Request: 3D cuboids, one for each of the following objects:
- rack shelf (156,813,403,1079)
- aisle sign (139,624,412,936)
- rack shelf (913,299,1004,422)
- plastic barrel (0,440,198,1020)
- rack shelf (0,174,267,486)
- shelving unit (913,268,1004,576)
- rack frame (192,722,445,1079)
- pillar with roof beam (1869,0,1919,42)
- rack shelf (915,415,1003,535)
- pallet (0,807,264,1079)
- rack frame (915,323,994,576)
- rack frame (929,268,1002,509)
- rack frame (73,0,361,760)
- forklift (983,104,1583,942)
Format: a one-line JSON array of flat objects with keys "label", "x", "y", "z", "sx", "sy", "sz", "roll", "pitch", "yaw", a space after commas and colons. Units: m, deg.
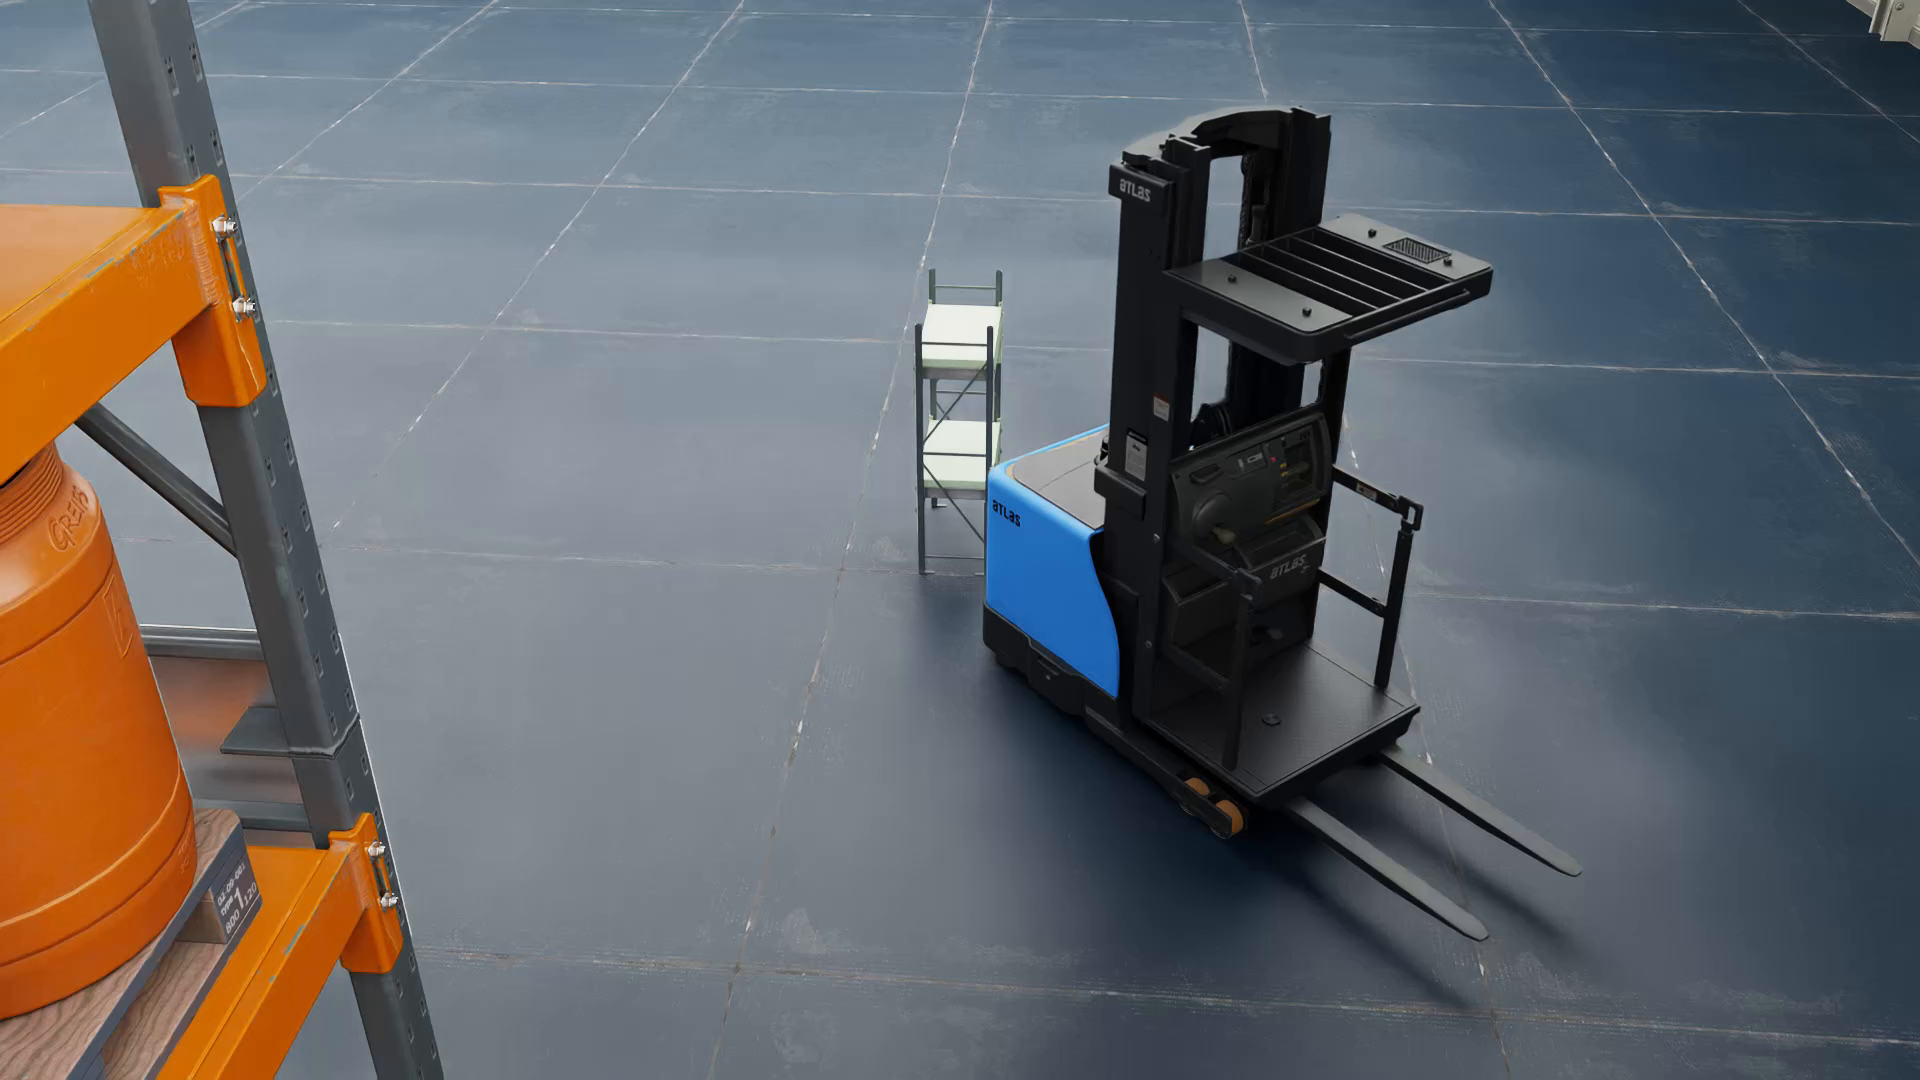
[{"label": "rack shelf", "x": -1.837, "y": 1.713, "z": 1.719, "sx": 1.077, "sy": 0.370, "sz": 4.000, "roll": 2, "pitch": 32, "yaw": 4}, {"label": "aisle sign", "x": -1.372, "y": 0.506, "z": 3.373, "sx": 0.394, "sy": 0.787, "sz": 0.004, "roll": 2, "pitch": 32, "yaw": 4}, {"label": "rack shelf", "x": 0.001, "y": -0.974, "z": 8.938, "sx": 0.431, "sy": 0.370, "sz": 0.720, "roll": 2, "pitch": 32, "yaw": 4}, {"label": "plastic barrel", "x": -1.587, "y": 0.258, "z": 2.583, "sx": 0.600, "sy": 0.830, "sz": 0.708, "roll": 2, "pitch": 32, "yaw": 4}, {"label": "rack shelf", "x": -1.837, "y": 0.606, "z": 1.037, "sx": 1.077, "sy": 0.370, "sz": 4.000, "roll": 2, "pitch": 32, "yaw": 4}, {"label": "shelving unit", "x": 0.001, "y": -0.642, "z": 9.142, "sx": 0.431, "sy": 1.500, "sz": 0.755, "roll": 2, "pitch": 32, "yaw": 4}, {"label": "rack frame", "x": -1.674, "y": 1.637, "z": 4.014, "sx": 1.000, "sy": 3.000, "sz": 0.127, "roll": 2, "pitch": 32, "yaw": 4}, {"label": "pillar with roof beam", "x": 6.180, "y": -9.686, "z": 16.671, "sx": 9.100, "sy": 9.000, "sz": 0.400, "roll": 2, "pitch": 32, "yaw": 4}, {"label": "rack shelf", "x": 0.001, "y": -0.364, "z": 9.314, "sx": 0.431, "sy": 0.370, "sz": 0.720, "roll": 2, "pitch": 32, "yaw": 4}, {"label": "pallet", "x": -1.839, "y": 0.869, "z": 2.582, "sx": 1.003, "sy": 0.211, "sz": 1.213, "roll": 2, "pitch": 32, "yaw": 4}, {"label": "rack frame", "x": -0.029, "y": -0.451, "z": 8.832, "sx": 0.400, "sy": 1.500, "sz": 0.023, "roll": 2, "pitch": 32, "yaw": 4}, {"label": "rack frame", "x": 0.030, "y": -0.833, "z": 9.453, "sx": 0.400, "sy": 1.500, "sz": 0.023, "roll": 2, "pitch": 32, "yaw": 4}, {"label": "rack frame", "x": -1.674, "y": -0.917, "z": 2.440, "sx": 1.000, "sy": 3.000, "sz": 0.127, "roll": 2, "pitch": 32, "yaw": 4}, {"label": "forklift", "x": 1.404, "y": -0.218, "z": 7.090, "sx": 1.130, "sy": 2.935, "sz": 3.031, "roll": -22, "pitch": 38, "yaw": -31}]
